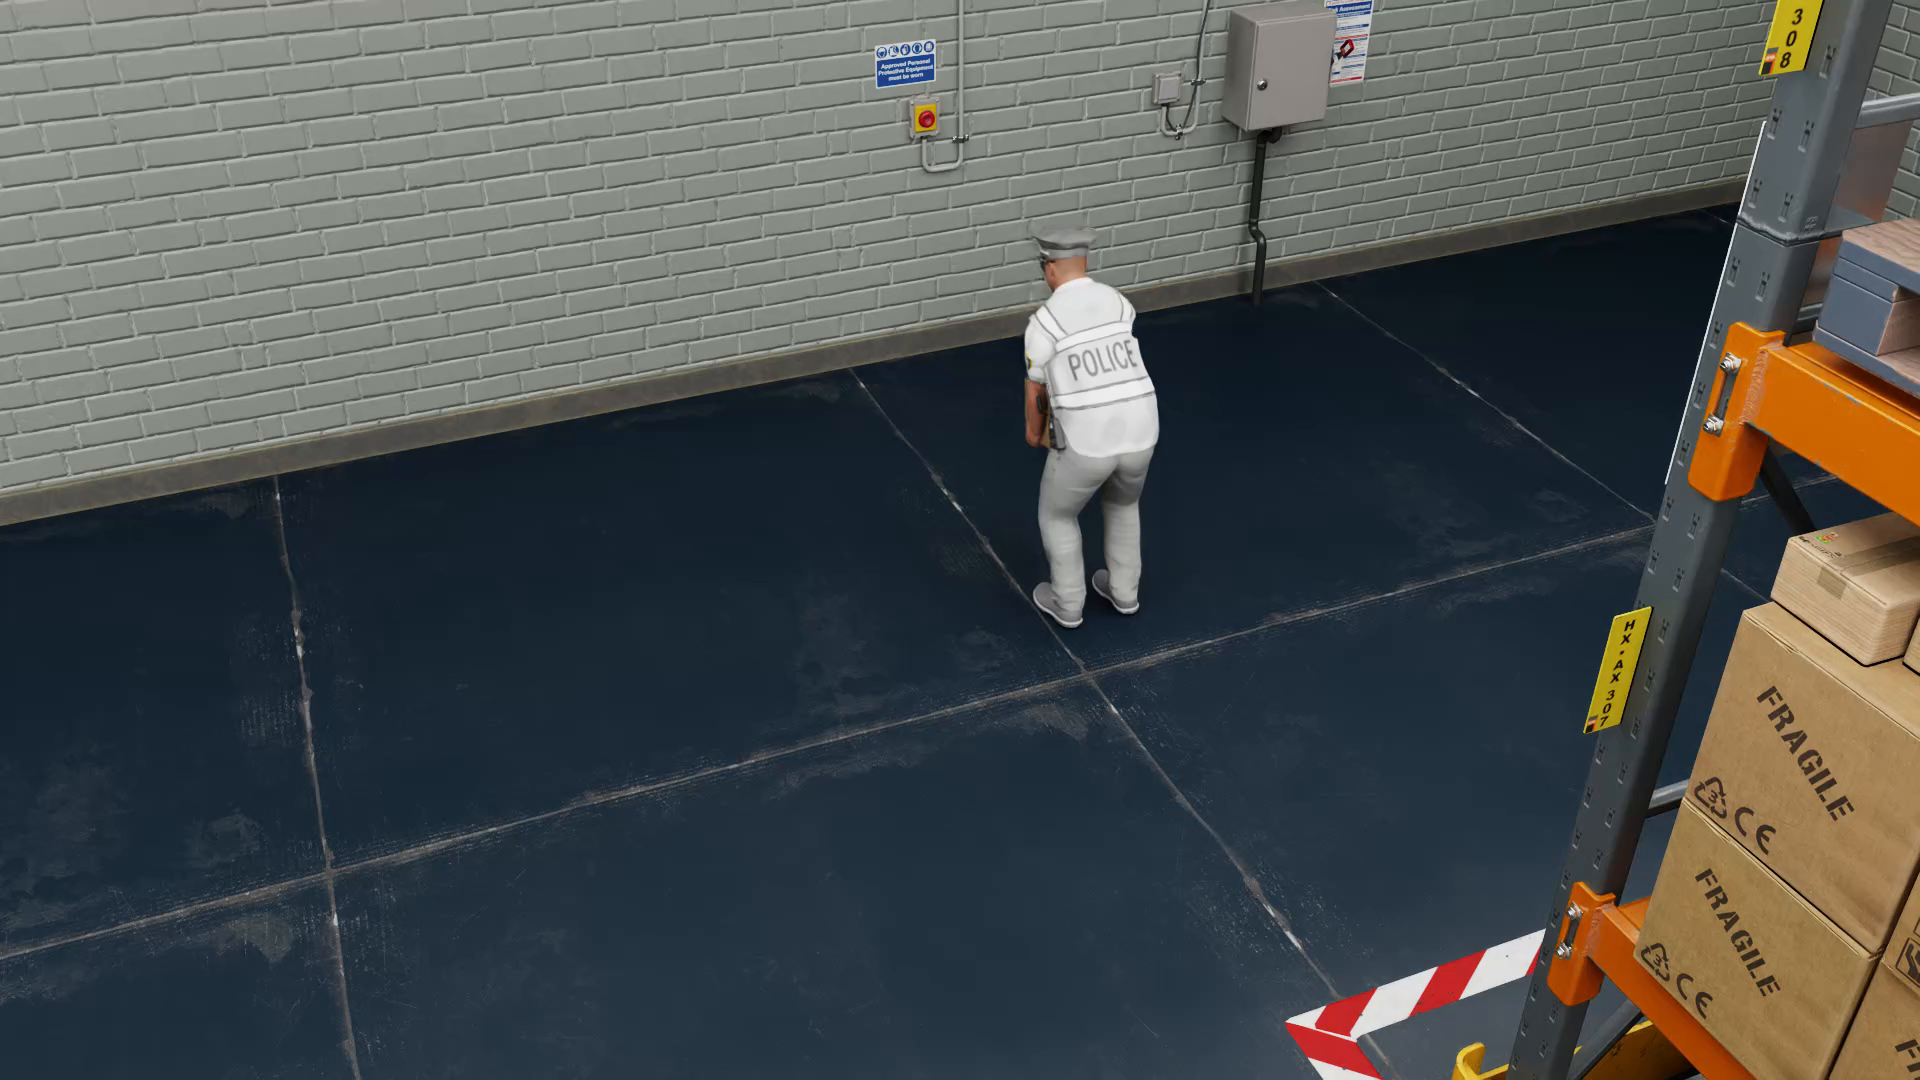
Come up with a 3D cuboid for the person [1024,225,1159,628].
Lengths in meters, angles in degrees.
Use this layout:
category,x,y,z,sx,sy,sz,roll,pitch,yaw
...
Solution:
category,x,y,z,sx,sy,sz,roll,pitch,yaw
person,0.512,-0.446,6.914,0.474,1.650,0.686,-14,36,-20
